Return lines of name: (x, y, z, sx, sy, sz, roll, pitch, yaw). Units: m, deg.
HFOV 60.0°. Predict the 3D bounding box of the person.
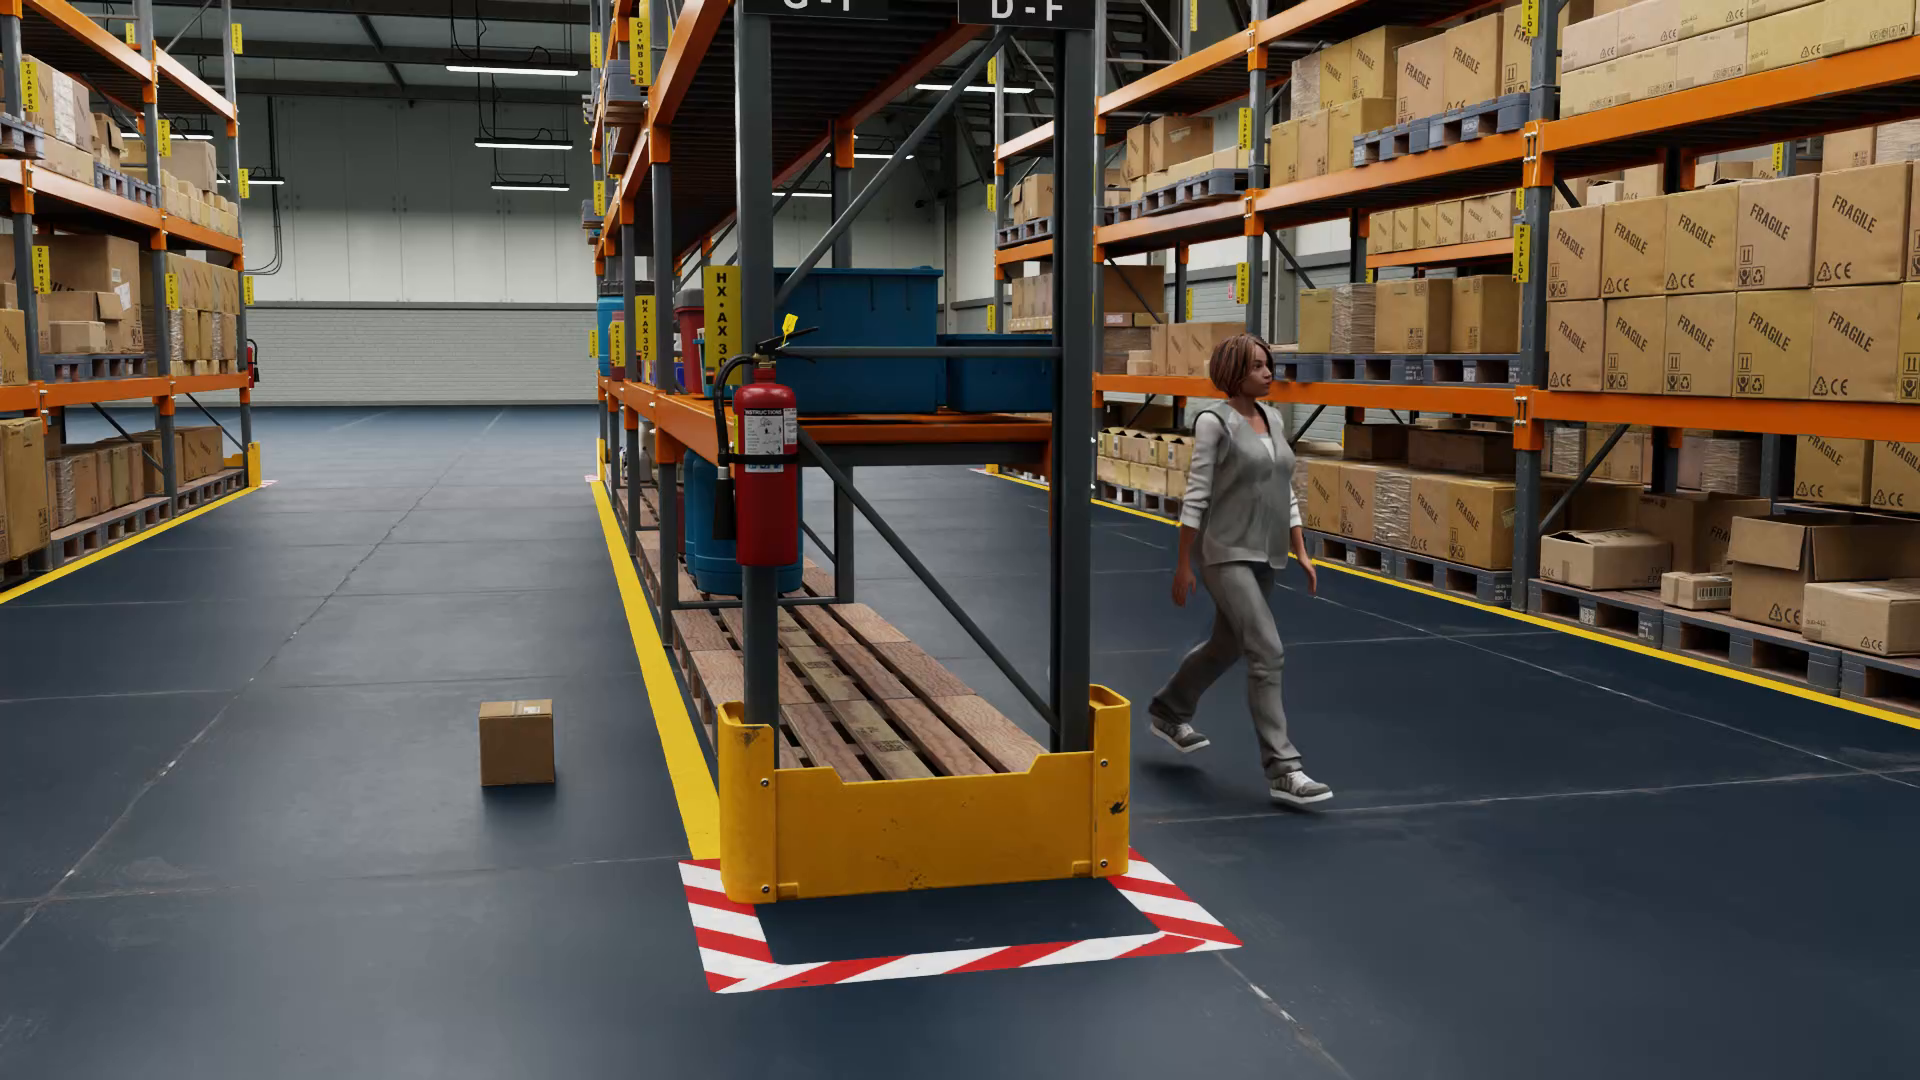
person: (0.973, 0.066, 5.740, 0.445, 1.548, 0.931, -6, 8, -41)
